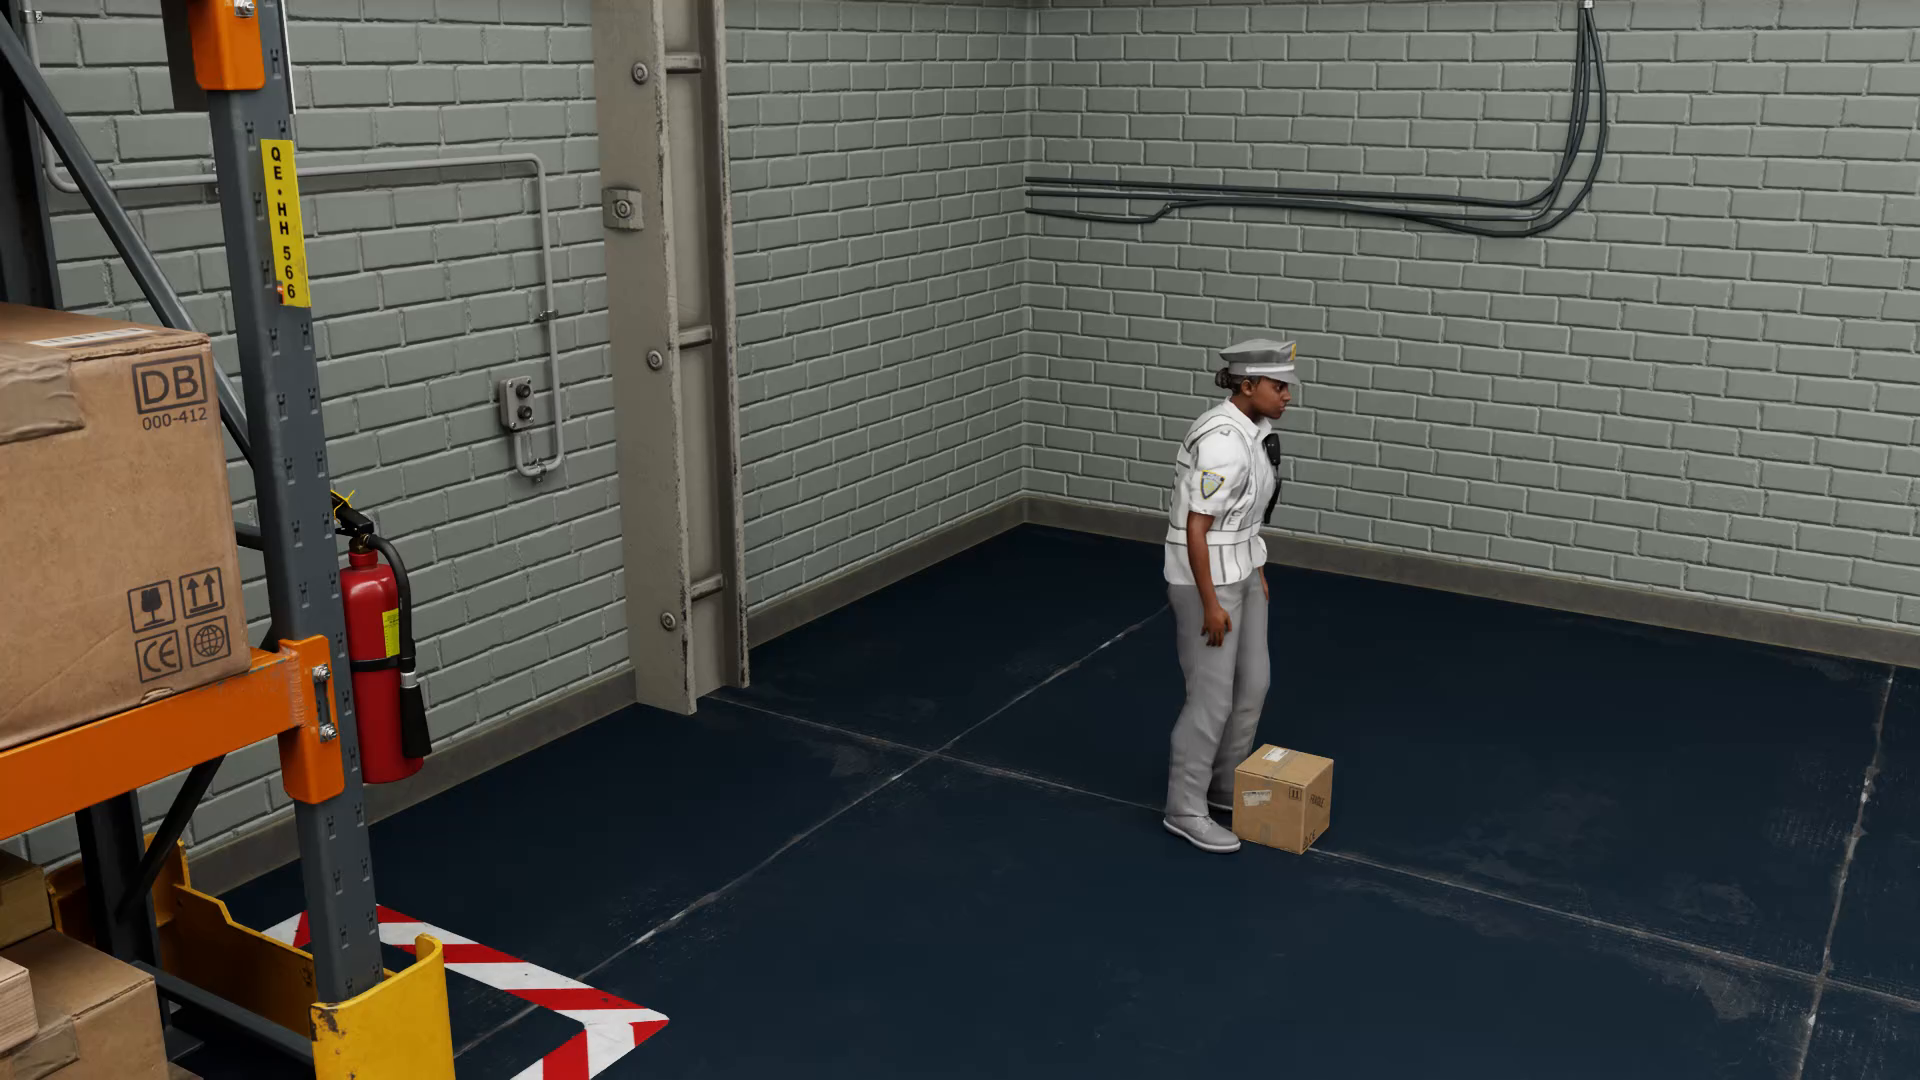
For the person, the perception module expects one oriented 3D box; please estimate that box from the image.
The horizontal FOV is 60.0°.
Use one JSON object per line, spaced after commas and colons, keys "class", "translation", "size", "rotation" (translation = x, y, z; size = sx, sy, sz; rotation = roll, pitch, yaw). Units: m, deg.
{"class": "person", "translation": [0.889, 0.160, 5.484], "size": [0.418, 1.661, 0.520], "rotation": [9, 19, 28]}
